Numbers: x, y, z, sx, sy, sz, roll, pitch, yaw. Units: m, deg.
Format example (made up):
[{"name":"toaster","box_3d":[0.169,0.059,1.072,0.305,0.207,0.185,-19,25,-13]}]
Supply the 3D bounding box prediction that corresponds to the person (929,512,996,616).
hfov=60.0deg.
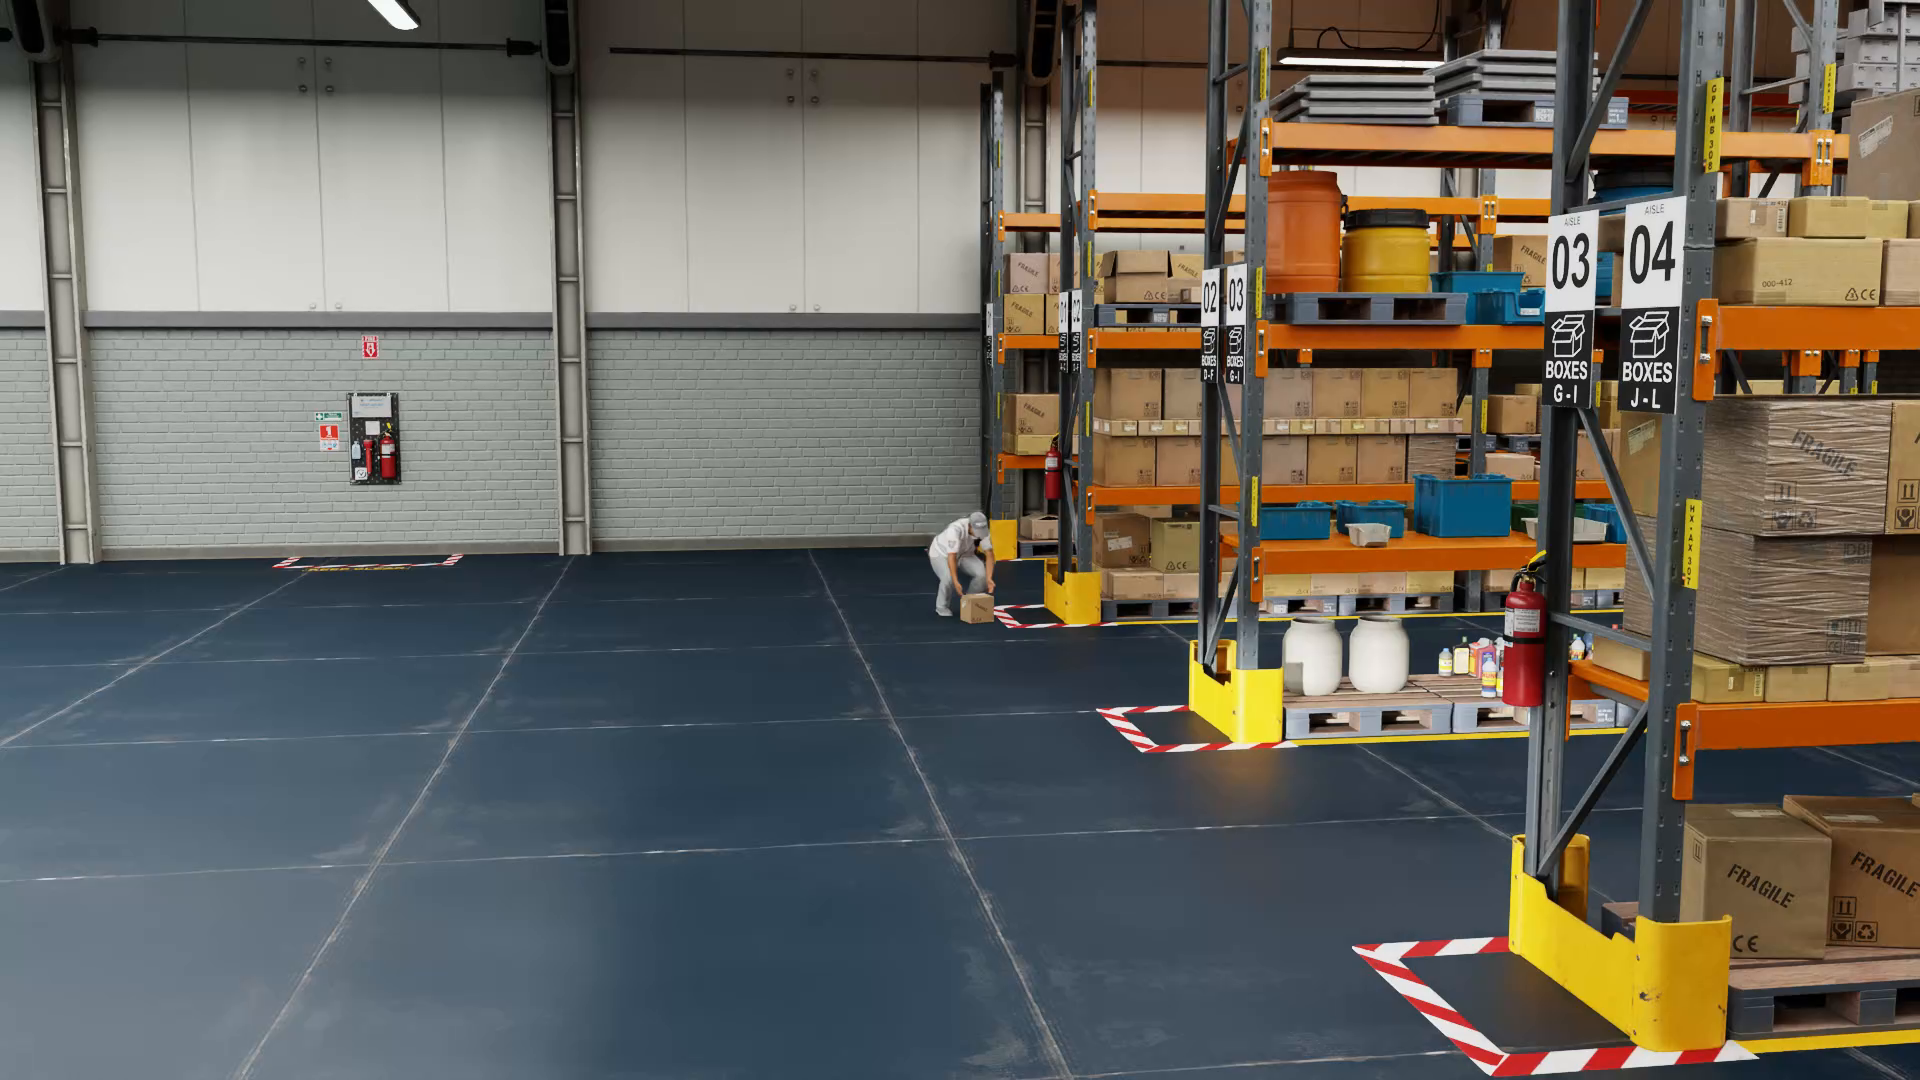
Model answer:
[{"name":"person","box_3d":[0.031,0.223,16.537,0.536,1.067,0.837,-3,7,-22]}]
